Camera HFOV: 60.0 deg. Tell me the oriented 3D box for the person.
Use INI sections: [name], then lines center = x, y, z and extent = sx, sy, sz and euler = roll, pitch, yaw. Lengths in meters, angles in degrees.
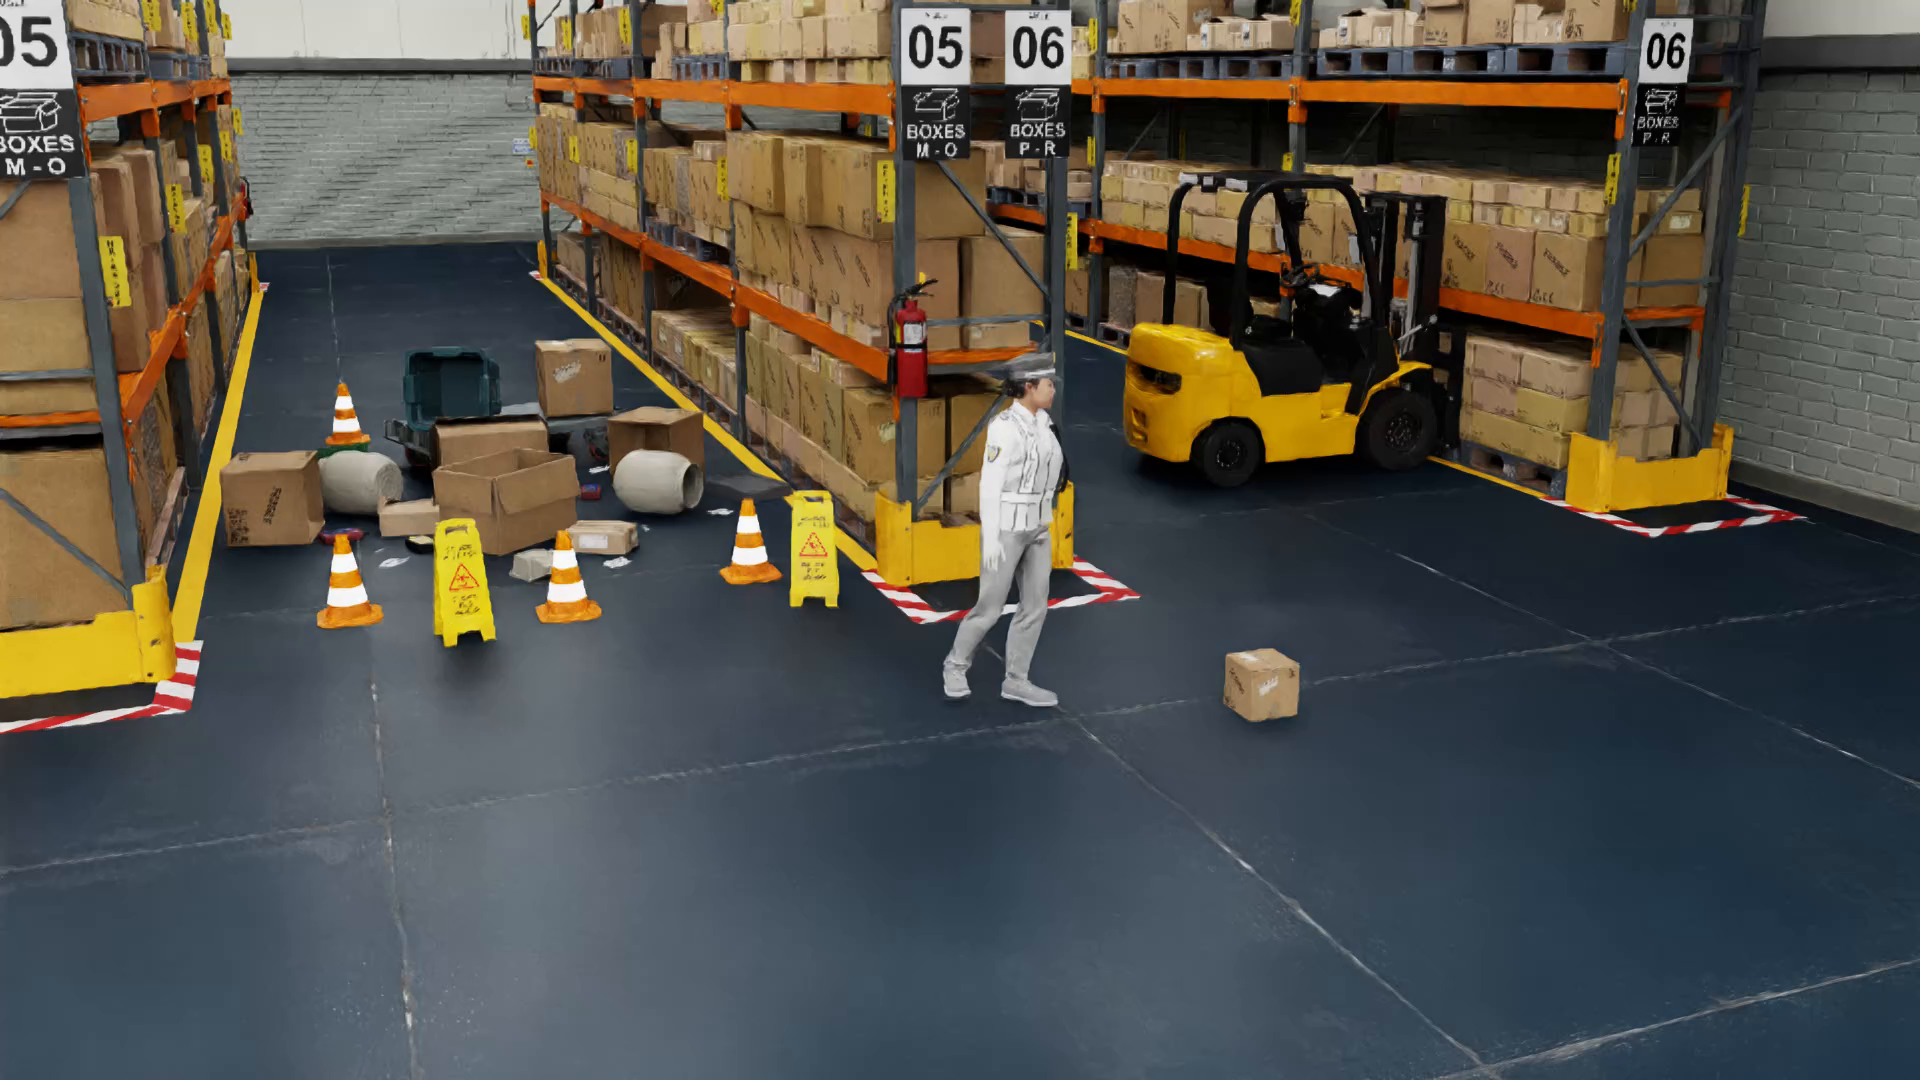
[person]
center = 0.199, -0.056, 7.703
extent = 0.561, 1.667, 0.509
euler = 11, 19, 35
